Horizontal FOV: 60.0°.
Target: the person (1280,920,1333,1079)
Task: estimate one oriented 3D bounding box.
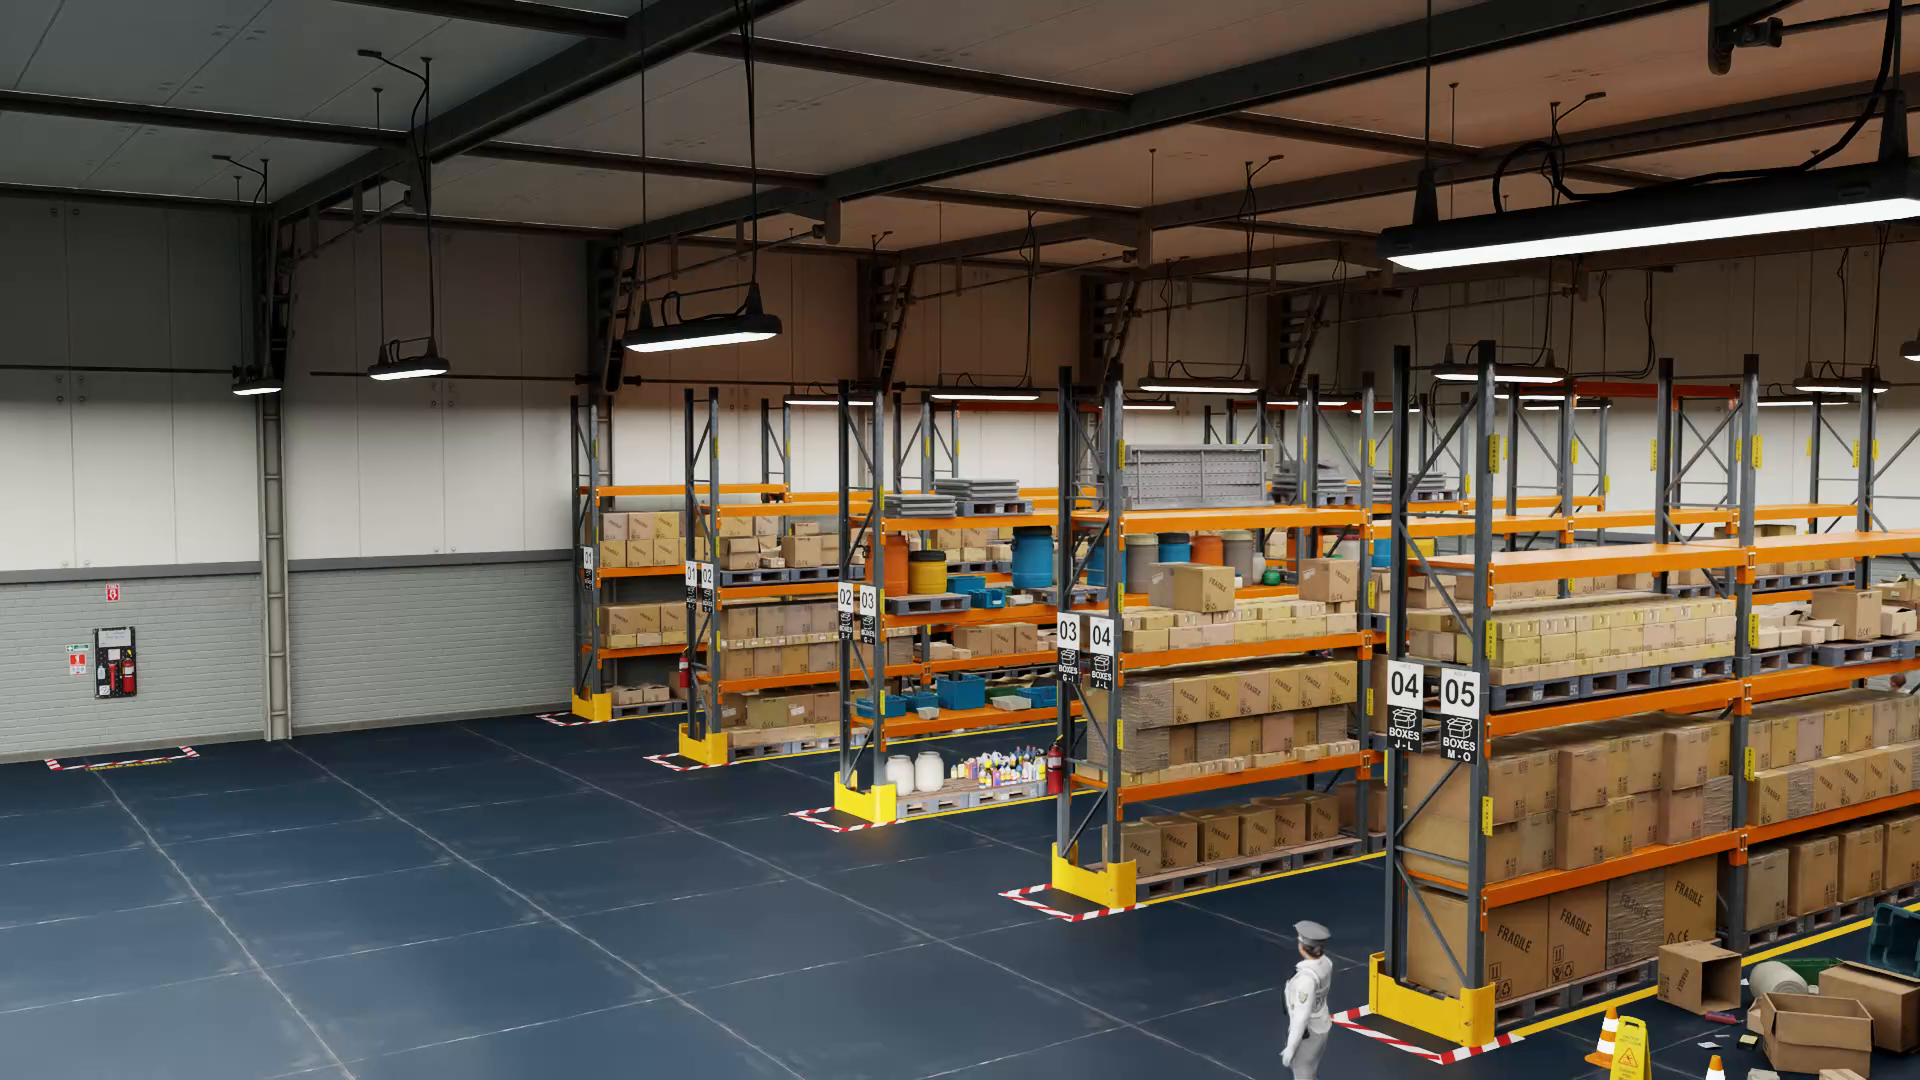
[{"bbox_3d":[2.533,3.593,12.045,0.438,1.682,0.574,1,4,20],"label":"person"}]

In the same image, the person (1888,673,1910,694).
[{"bbox_3d":[14.558,2.824,25.817,0.823,1.557,0.498,-2,4,-35],"label":"person"}]
